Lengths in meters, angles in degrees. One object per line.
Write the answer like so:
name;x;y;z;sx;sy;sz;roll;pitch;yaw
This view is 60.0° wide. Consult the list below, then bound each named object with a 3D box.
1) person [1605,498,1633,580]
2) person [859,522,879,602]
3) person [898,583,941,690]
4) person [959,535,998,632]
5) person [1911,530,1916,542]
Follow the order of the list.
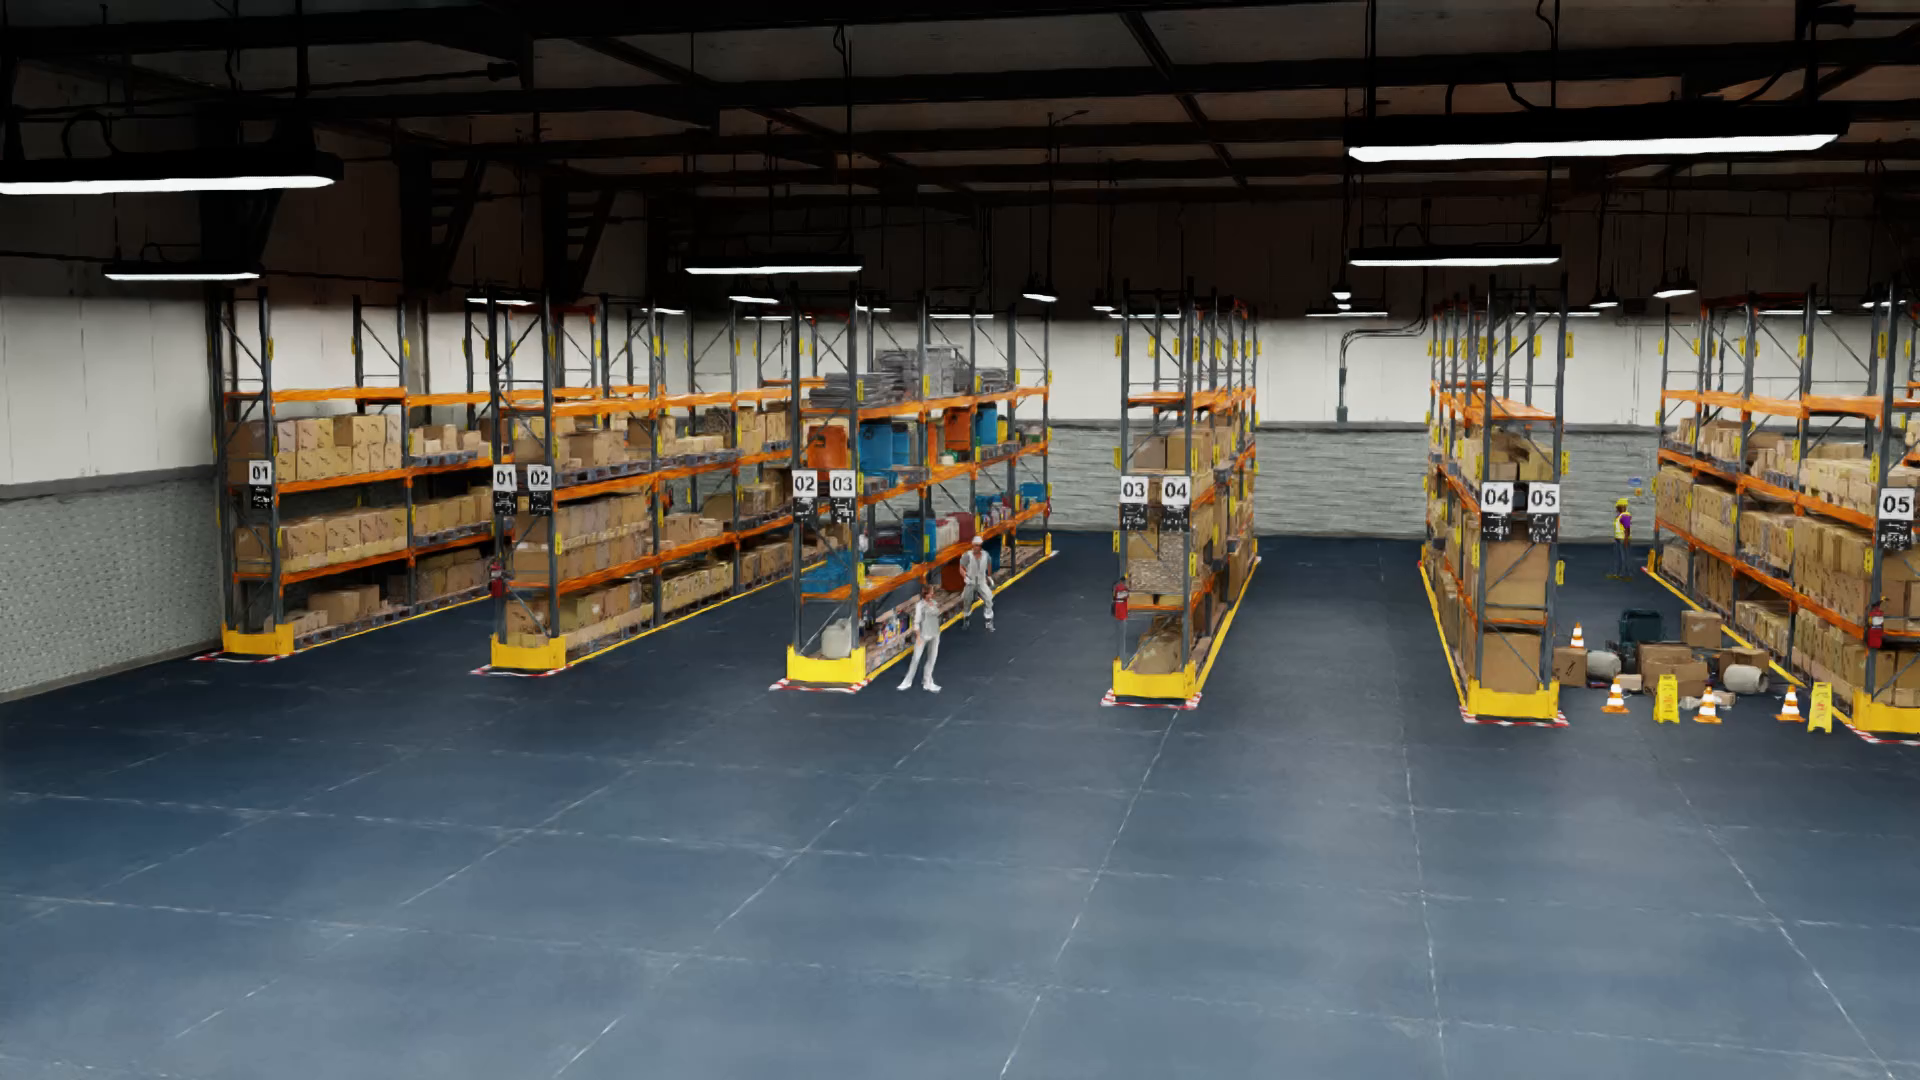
person;14.361;-0.027;36.107;0.489;1.767;0.659;1;7;8
person;-1.796;0.431;32.805;0.639;1.612;0.521;1;7;11
person;-0.596;1.476;24.381;0.593;1.481;0.448;-5;8;-36
person;0.290;0.762;29.409;0.668;1.722;0.792;-1;7;-10
person;18.425;0.380;32.473;0.553;1.771;0.607;4;8;31
